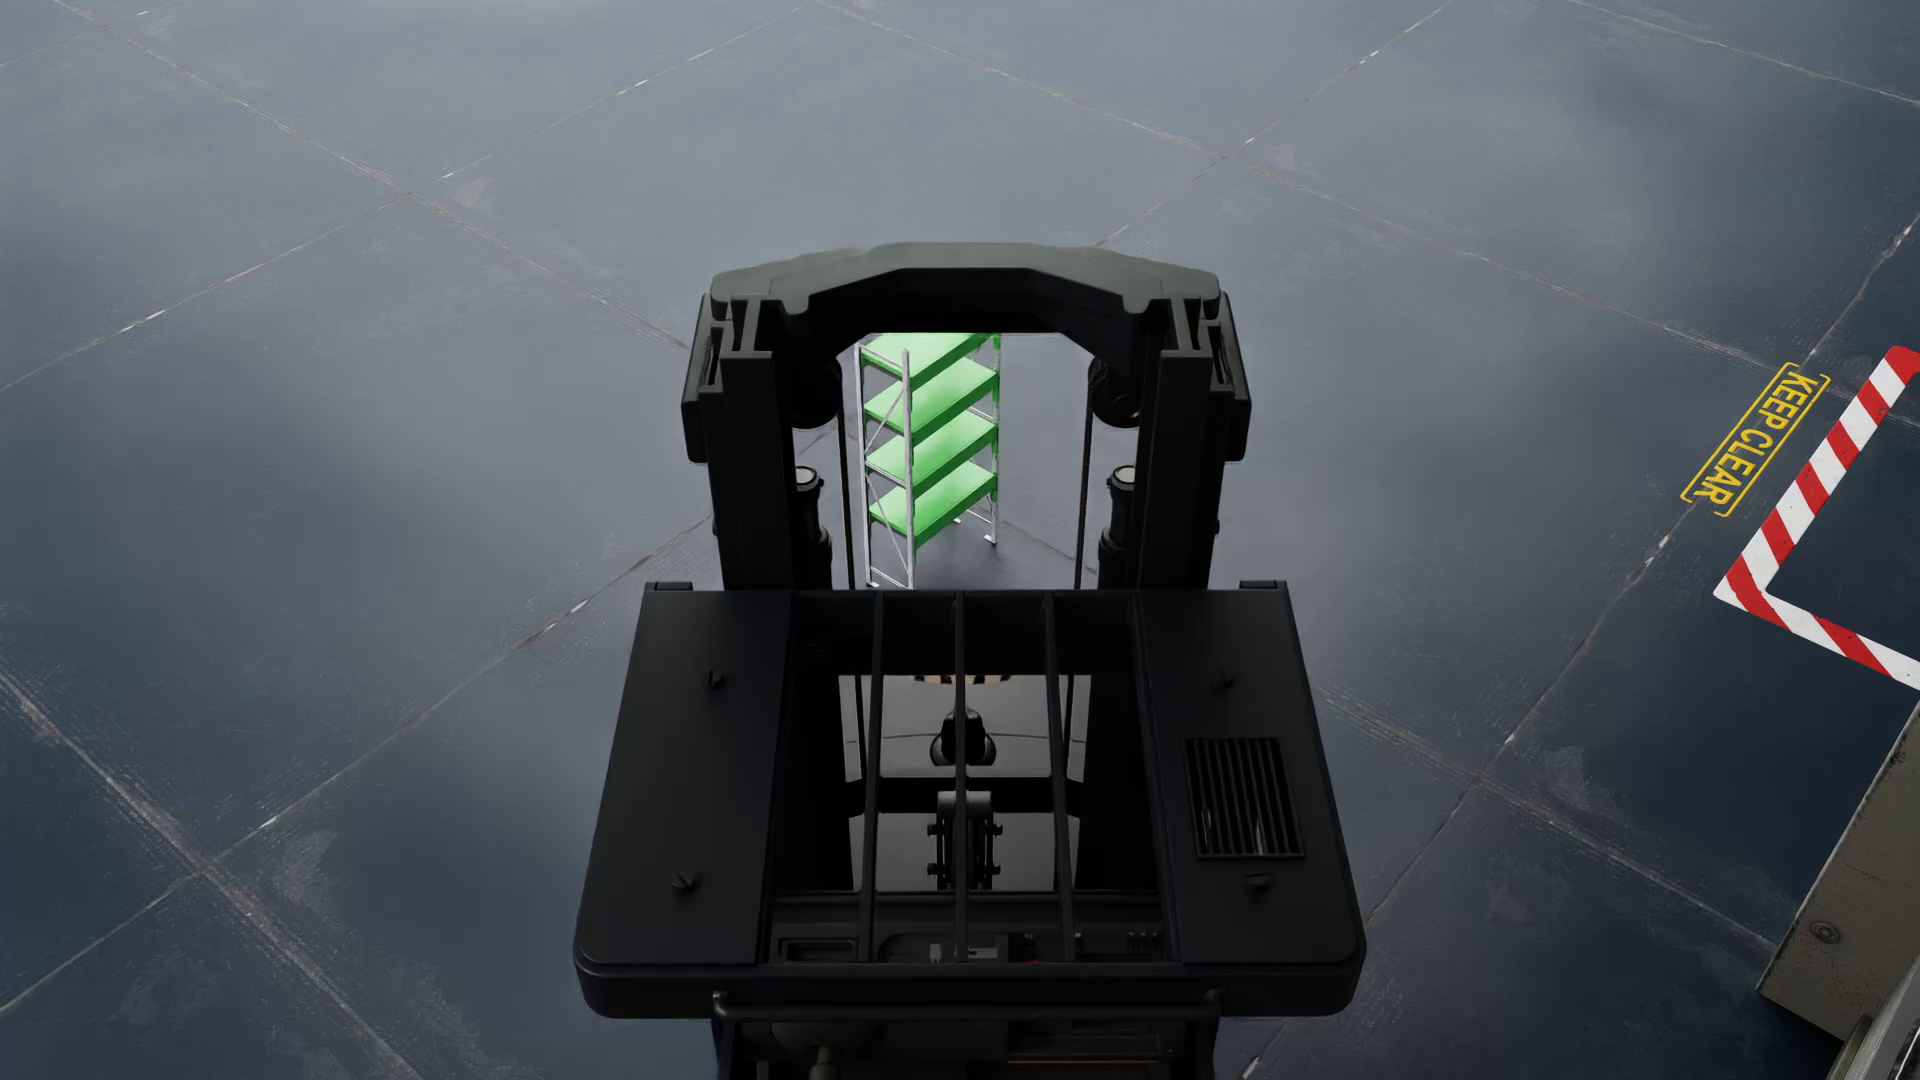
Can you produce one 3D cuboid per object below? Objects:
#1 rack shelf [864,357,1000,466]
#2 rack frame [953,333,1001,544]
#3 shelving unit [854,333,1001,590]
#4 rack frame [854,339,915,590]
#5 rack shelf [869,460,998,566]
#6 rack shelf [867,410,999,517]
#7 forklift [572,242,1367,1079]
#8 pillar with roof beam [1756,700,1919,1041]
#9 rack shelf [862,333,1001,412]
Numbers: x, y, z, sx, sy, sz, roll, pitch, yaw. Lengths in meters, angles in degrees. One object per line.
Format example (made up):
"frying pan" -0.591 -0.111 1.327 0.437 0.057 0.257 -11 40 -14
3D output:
"rack shelf" -0.107 -0.489 5.965 0.258 0.148 0.480 29 50 28
"rack frame" 0.050 -0.484 6.221 0.240 1.200 0.015 29 50 28
"shelving unit" -0.107 -0.359 6.083 0.258 1.200 0.503 29 50 28
"rack frame" -0.264 -0.233 5.945 0.240 1.200 0.015 29 50 28
"rack shelf" -0.107 -0.134 6.288 0.258 0.148 0.480 29 50 28
"rack shelf" -0.107 -0.311 6.126 0.258 0.148 0.480 29 50 28
"forklift" 0.012 1.033 3.266 1.130 2.935 3.031 0 42 0
"pillar with roof beam" -0.626 -3.857 4.133 9.100 9.000 0.400 29 50 28
"rack shelf" -0.107 -0.667 5.803 0.258 0.148 0.480 29 50 28
